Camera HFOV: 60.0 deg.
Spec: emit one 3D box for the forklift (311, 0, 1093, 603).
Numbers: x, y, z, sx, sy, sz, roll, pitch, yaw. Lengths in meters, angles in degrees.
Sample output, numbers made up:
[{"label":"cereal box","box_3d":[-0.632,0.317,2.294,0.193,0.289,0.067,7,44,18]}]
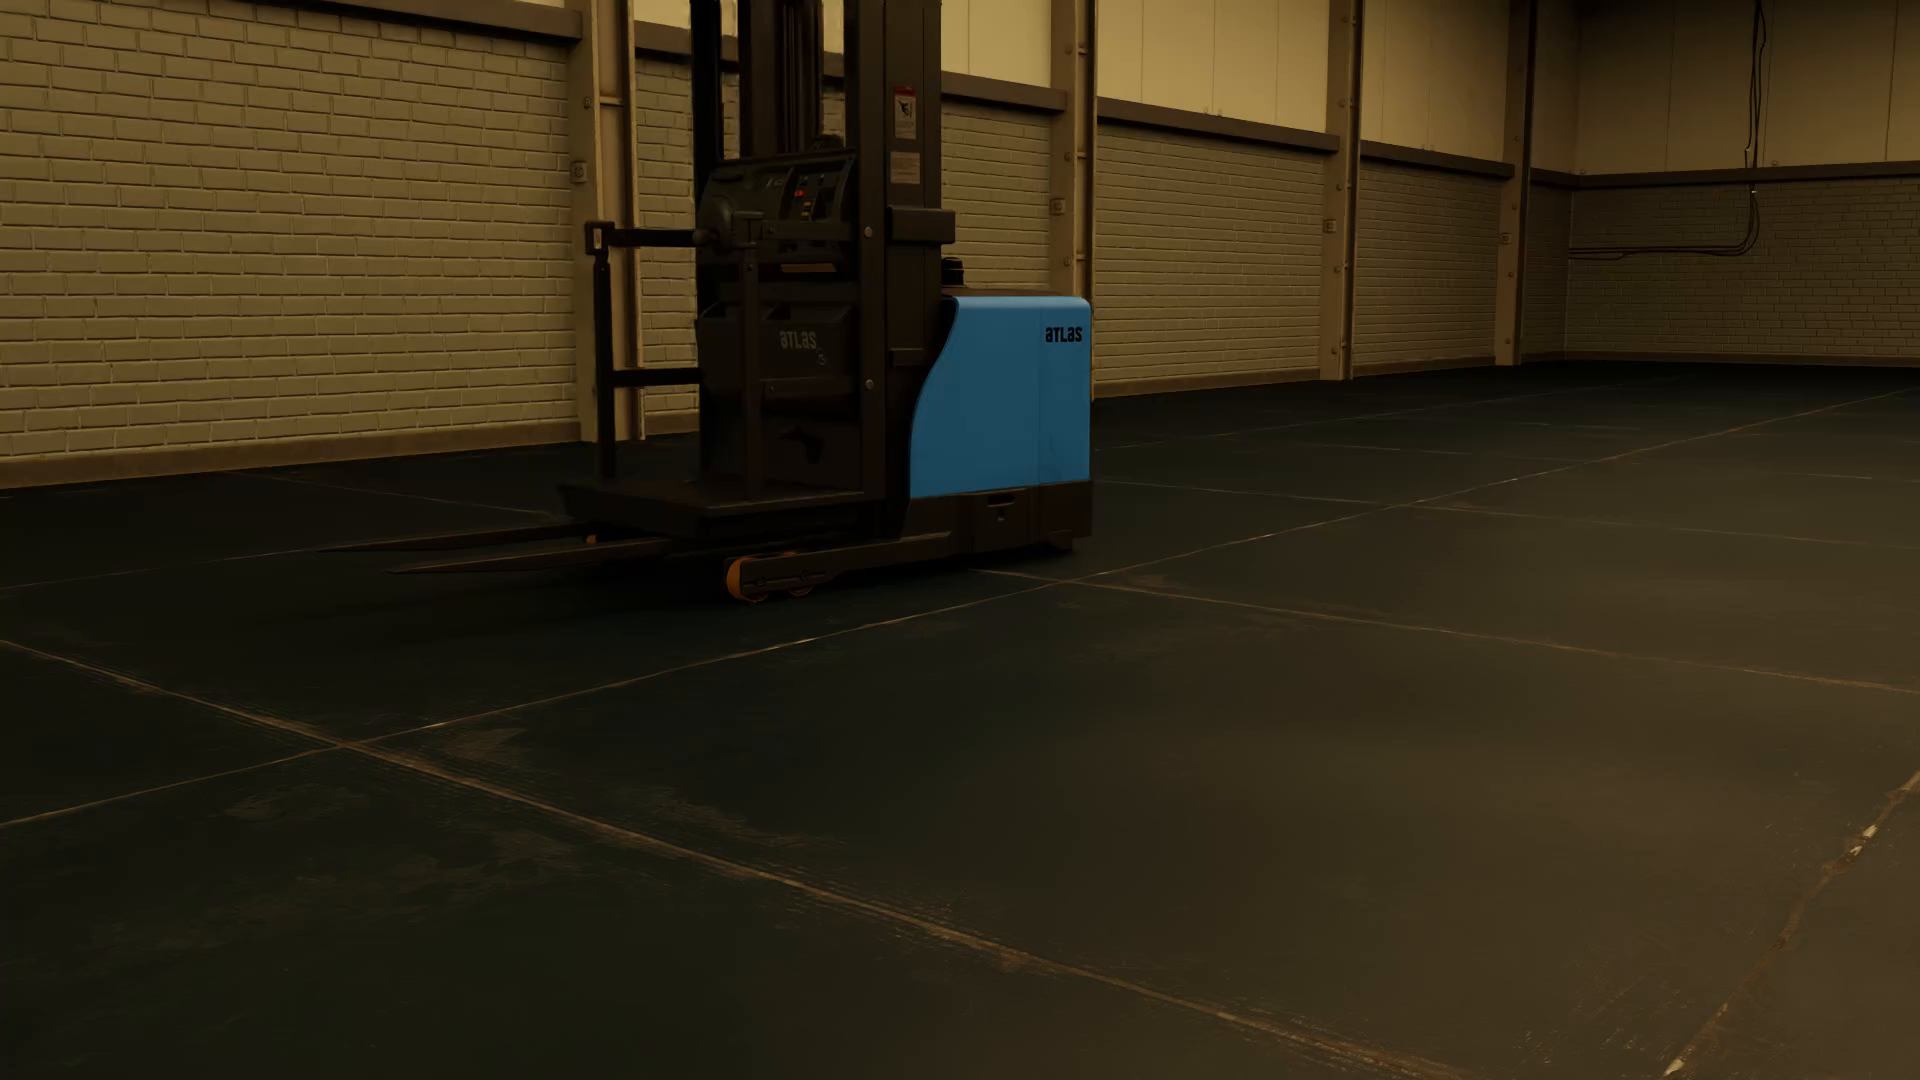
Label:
[{"label":"forklift","box_3d":[-0.869,-1.312,6.246,3.031,2.935,1.130,-7,11,-42]}]
